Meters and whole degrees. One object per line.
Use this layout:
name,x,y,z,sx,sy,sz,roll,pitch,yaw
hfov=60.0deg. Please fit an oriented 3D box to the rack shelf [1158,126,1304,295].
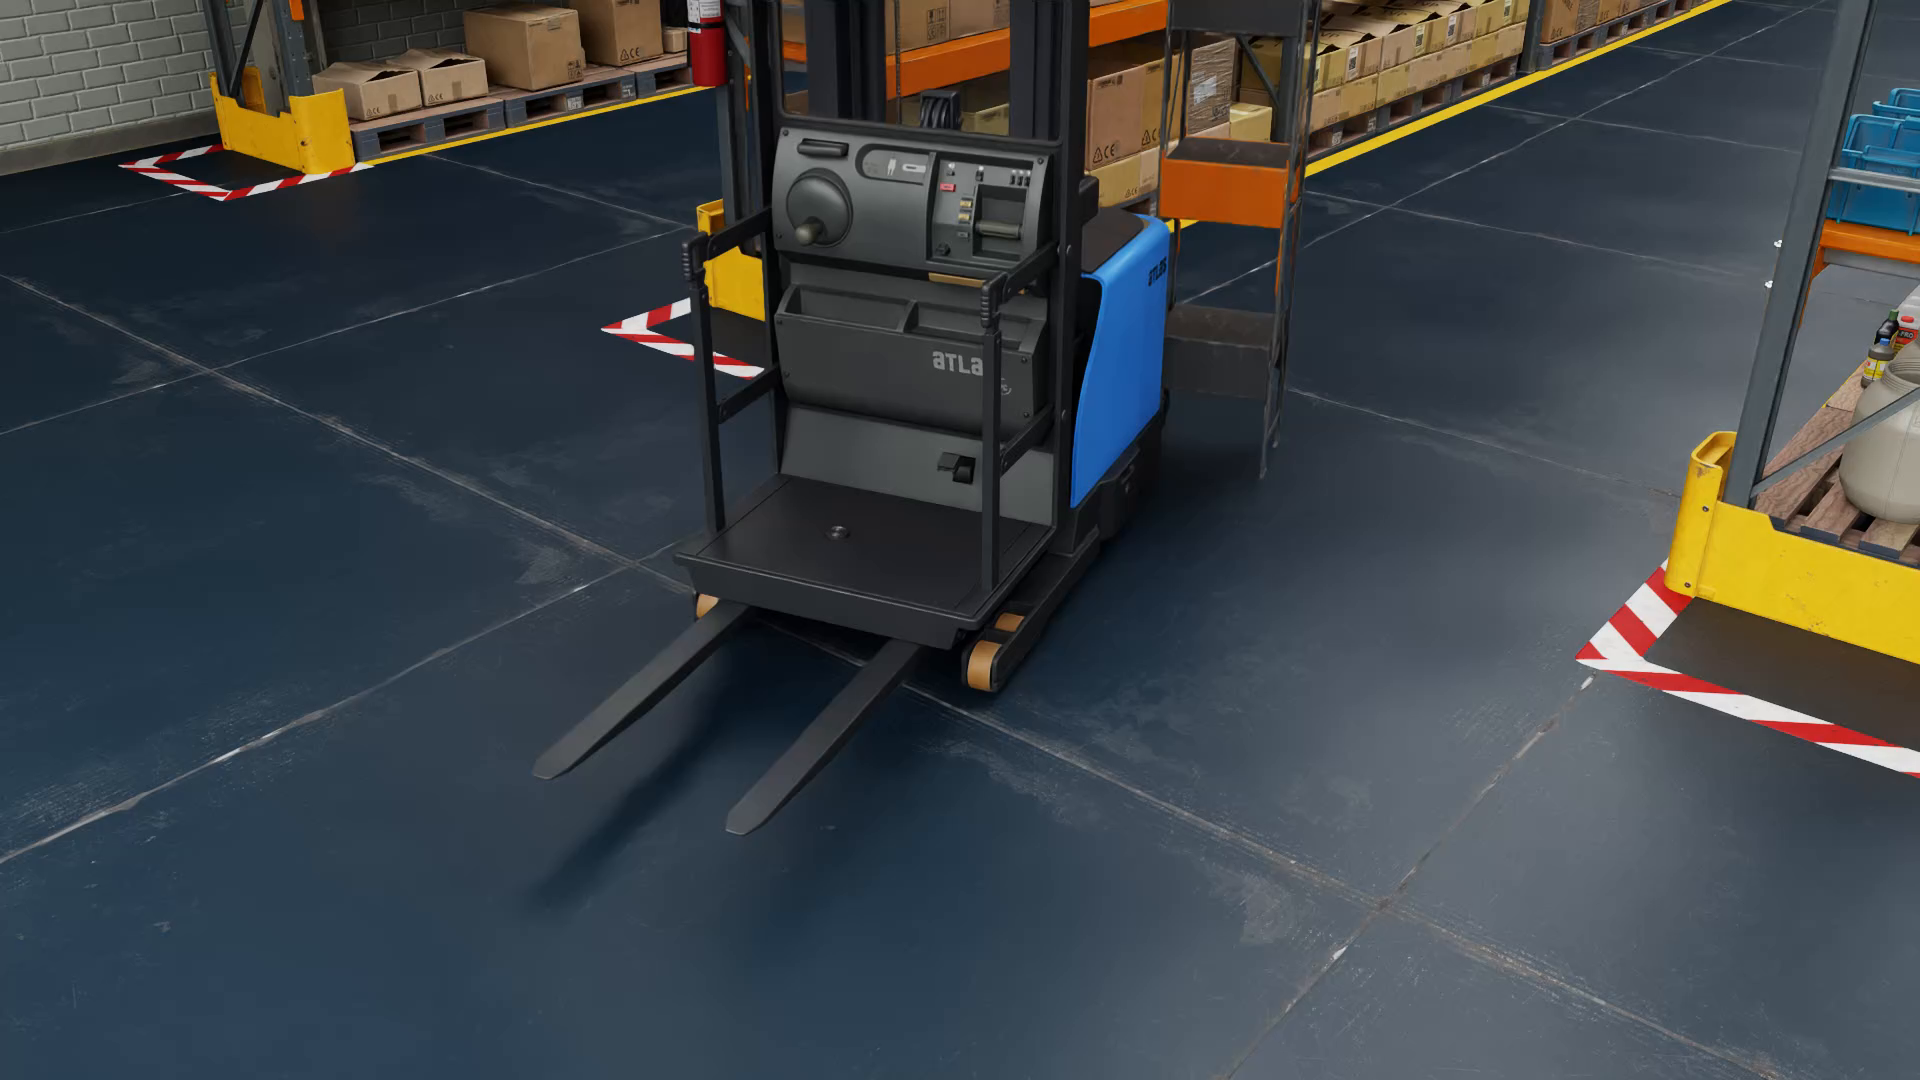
rack shelf,1.054,-1.291,6.489,0.480,0.518,0.431,9,29,17

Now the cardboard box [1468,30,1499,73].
cardboard box,3.835,-3.825,12.915,0.500,0.250,0.500,20,34,34

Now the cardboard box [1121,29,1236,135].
cardboard box,1.309,-2.779,10.077,0.500,0.500,0.500,21,34,34

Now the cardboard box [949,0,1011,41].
cardboard box,-0.145,-2.859,8.403,0.700,0.500,0.500,22,34,36

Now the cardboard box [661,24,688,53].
cardboard box,-2.380,-4.068,13.454,0.380,0.166,0.250,16,31,28

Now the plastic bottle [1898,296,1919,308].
plastic bottle,4.137,-0.911,7.233,0.152,0.276,0.135,20,33,33

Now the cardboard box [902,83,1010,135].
cardboard box,0.047,-2.066,8.699,0.500,0.500,0.500,21,34,34

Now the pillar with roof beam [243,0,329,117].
pillar with roof beam,-1.507,-5.819,7.704,9.100,9.000,0.400,21,34,34

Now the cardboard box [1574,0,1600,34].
cardboard box,5.145,-4.652,14.219,0.500,0.500,0.500,19,33,33

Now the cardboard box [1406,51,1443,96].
cardboard box,3.188,-3.464,12.218,0.500,0.250,0.500,22,34,35

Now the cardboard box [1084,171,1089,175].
cardboard box,0.364,-1.911,9.215,0.500,0.250,0.500,21,34,34

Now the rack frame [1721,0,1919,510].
rack frame,3.038,-1.016,4.949,1.000,3.000,0.127,21,34,34

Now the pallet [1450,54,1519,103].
pallet,3.753,-3.782,13.332,1.003,0.211,1.213,21,34,34

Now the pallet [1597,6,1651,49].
pallet,5.587,-4.747,15.197,1.003,0.211,1.213,21,34,34

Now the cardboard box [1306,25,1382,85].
cardboard box,2.540,-3.347,11.381,0.500,0.311,0.500,20,34,34

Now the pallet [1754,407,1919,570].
pallet,3.571,-0.105,6.222,1.003,0.211,1.213,21,34,34

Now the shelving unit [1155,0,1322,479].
shelving unit,1.054,-1.304,6.483,0.503,2.100,0.431,9,29,17

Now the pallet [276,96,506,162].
pallet,-4.015,-2.977,11.776,1.003,0.211,1.213,21,34,34

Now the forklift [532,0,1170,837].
forklift,-0.252,-1.039,5.069,1.130,2.935,3.031,11,29,21

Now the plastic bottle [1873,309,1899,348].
plastic bottle,3.928,-0.831,7.069,0.061,0.283,0.133,22,34,36

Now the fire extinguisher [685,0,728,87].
fire extinguisher,-1.216,-2.524,7.949,0.296,0.674,0.183,21,34,34

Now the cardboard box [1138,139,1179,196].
cardboard box,1.003,-2.264,9.898,0.500,0.250,0.500,21,34,34

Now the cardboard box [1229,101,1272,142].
cardboard box,1.636,-2.620,10.586,0.500,0.250,0.500,21,34,34

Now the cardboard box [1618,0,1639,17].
cardboard box,5.796,-5.015,14.920,0.500,0.500,0.500,19,33,33

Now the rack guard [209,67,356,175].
rack guard,-4.559,-2.828,11.173,1.175,0.500,0.348,21,34,34

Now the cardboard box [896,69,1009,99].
cardboard box,-0.046,-2.399,9.343,0.500,0.500,0.500,21,34,34

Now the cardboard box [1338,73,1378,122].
cardboard box,2.536,-3.100,11.513,0.500,0.250,0.500,22,34,36

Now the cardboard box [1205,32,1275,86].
cardboard box,1.798,-3.325,11.338,0.500,0.311,0.500,21,34,34

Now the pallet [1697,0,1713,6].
pallet,7.288,-5.724,17.085,1.003,0.211,1.213,21,34,34

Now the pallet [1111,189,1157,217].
pallet,0.448,-1.940,9.771,1.003,0.211,1.213,21,34,34

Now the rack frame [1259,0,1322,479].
rack frame,1.285,-1.267,6.412,0.015,2.100,0.400,9,29,17

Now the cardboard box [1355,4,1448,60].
cardboard box,3.194,-3.717,12.095,0.500,0.311,0.500,22,34,36

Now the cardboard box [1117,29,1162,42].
cardboard box,0.914,-2.929,10.367,0.500,0.500,0.500,21,34,34

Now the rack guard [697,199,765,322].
rack guard,-0.797,-1.346,8.308,1.175,0.500,0.348,21,34,34

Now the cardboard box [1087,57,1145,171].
cardboard box,0.687,-2.419,9.382,0.500,0.500,0.500,21,34,34

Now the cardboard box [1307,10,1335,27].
cardboard box,2.444,-3.687,12.038,0.500,0.311,0.500,21,34,34

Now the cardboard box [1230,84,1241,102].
cardboard box,1.802,-3.080,11.475,0.500,0.250,0.500,20,34,34

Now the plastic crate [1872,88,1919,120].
plastic crate,3.543,-1.443,5.937,0.499,0.251,0.408,21,34,34

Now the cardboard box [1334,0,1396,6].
cardboard box,3.093,-4.047,12.733,0.500,0.311,0.500,20,33,33

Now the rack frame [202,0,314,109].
rack frame,-4.607,-3.911,10.546,1.000,3.000,0.127,21,34,34

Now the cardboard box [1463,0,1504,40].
cardboard box,3.838,-4.072,12.782,0.500,0.311,0.500,20,34,34

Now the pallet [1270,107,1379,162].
pallet,2.201,-2.917,11.659,1.003,0.211,1.213,21,34,34

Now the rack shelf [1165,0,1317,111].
rack shelf,1.056,-1.914,6.168,0.480,0.518,0.431,9,29,17

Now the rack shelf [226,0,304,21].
rack shelf,-3.335,-4.301,12.082,1.077,0.370,4.000,21,34,34

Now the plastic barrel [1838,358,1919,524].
plastic barrel,3.397,-0.353,5.919,0.421,0.512,0.421,0,27,0

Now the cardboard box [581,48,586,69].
cardboard box,-3.096,-3.698,12.757,0.380,0.149,0.250,18,32,30

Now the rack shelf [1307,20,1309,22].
rack shelf,3.034,-4.273,12.028,1.077,0.370,4.000,21,34,34

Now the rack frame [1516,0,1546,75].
rack frame,4.306,-5.301,13.233,1.000,3.000,0.127,21,34,34

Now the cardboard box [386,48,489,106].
cardboard box,-3.735,-3.334,11.877,0.500,0.311,0.500,24,36,38
